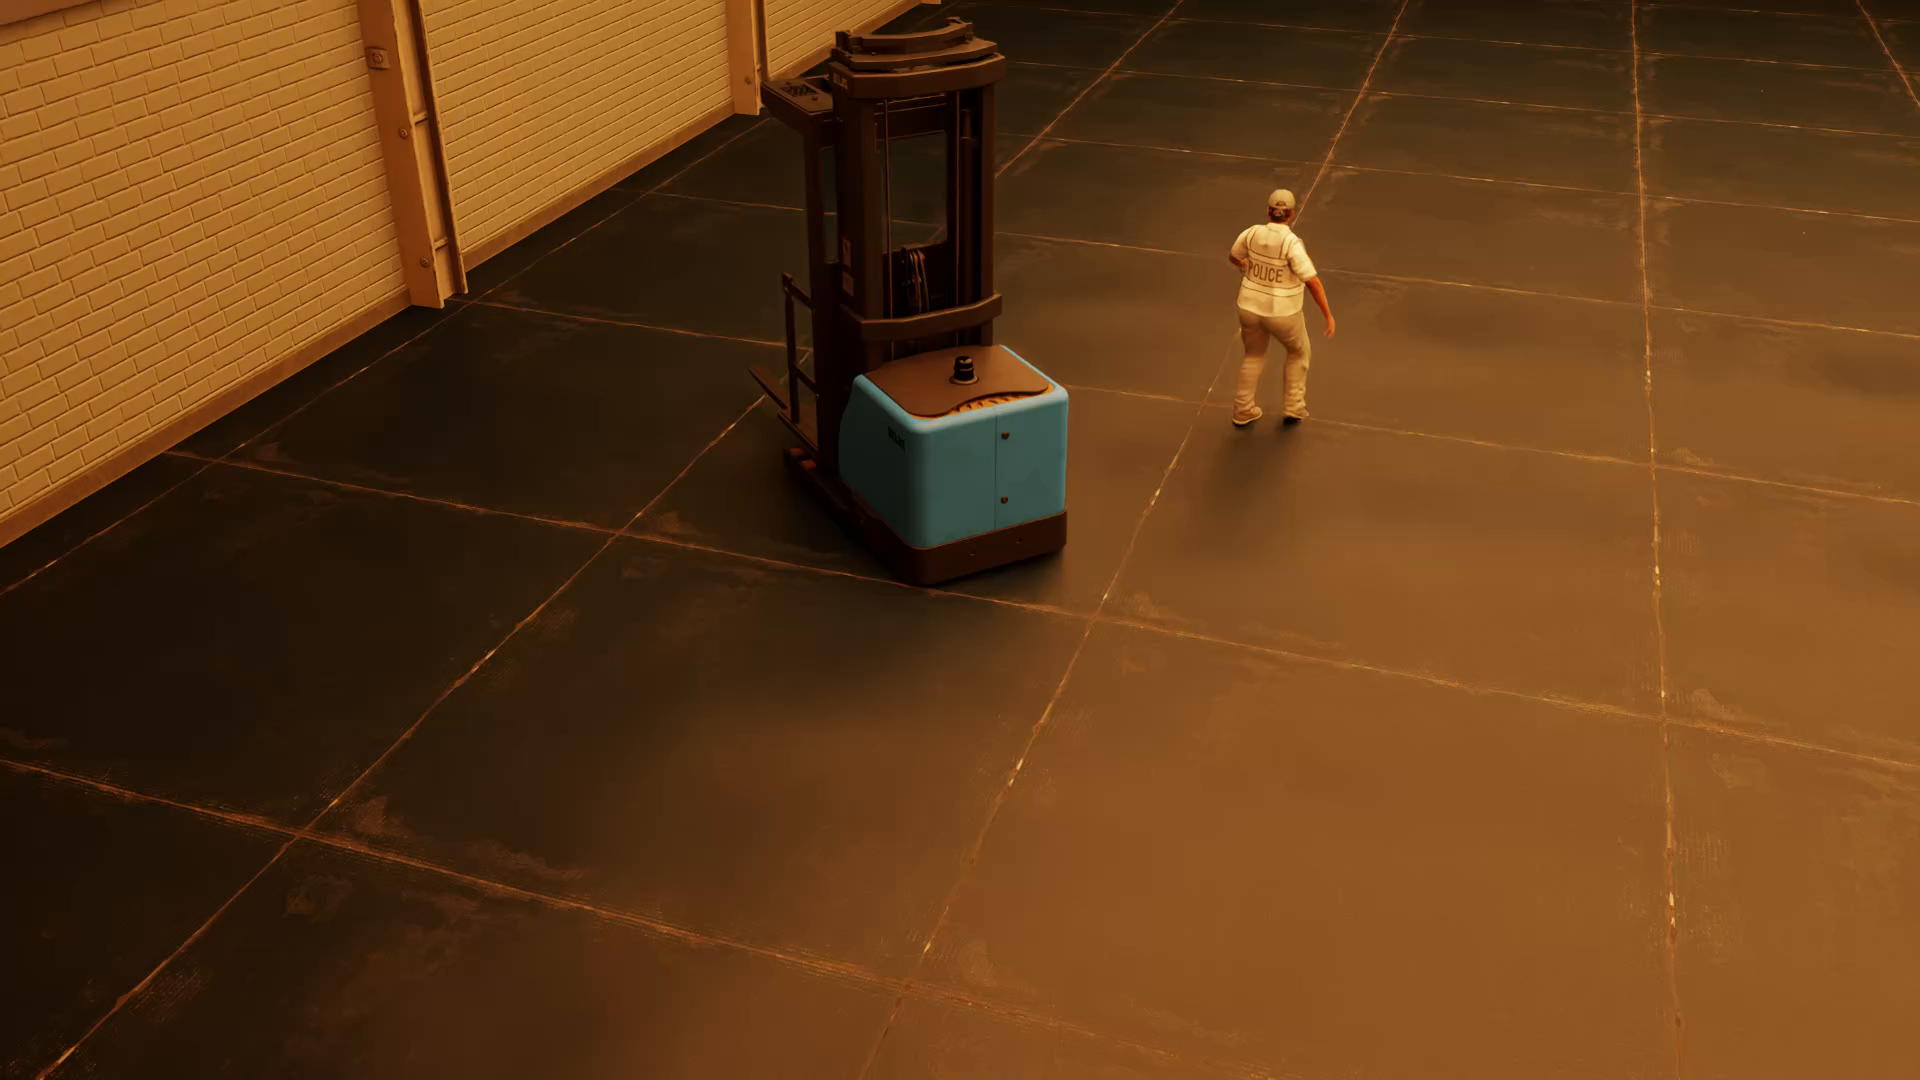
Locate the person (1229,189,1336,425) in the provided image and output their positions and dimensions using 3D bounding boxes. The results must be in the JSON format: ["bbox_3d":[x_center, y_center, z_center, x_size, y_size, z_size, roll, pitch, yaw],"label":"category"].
[{"bbox_3d":[2.154,-1.542,11.213,0.907,1.694,0.564,24,38,36],"label":"person"}]

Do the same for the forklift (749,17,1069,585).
[{"bbox_3d":[-0.497,-1.718,10.151,1.130,2.935,3.031,-15,33,-24],"label":"forklift"}]
